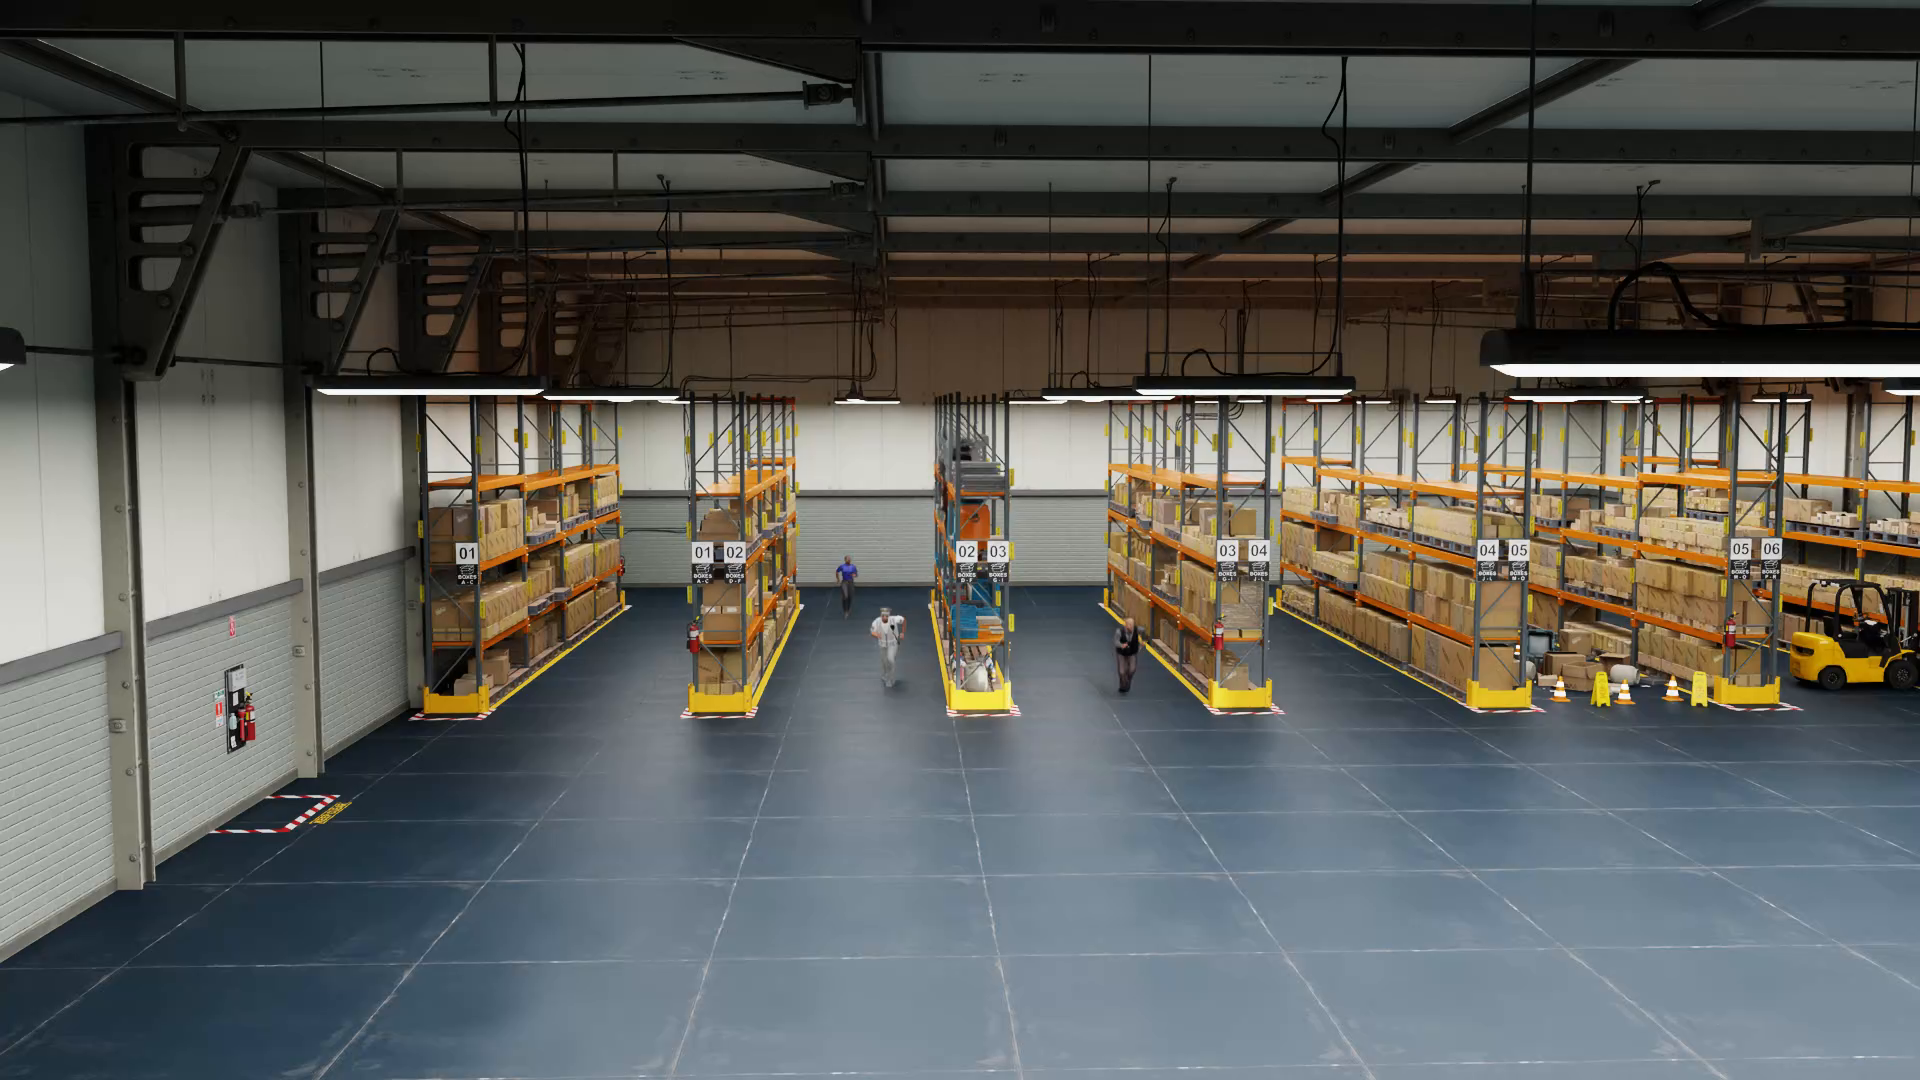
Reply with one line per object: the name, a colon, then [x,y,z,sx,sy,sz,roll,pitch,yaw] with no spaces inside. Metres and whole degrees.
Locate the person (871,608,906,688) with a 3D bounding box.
person: [-1.465,2.206,34.145,0.705,1.706,1.021,0,5,5]

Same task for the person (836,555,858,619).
person: [-3.069,1.263,45.322,0.553,1.713,0.772,-1,5,-17]

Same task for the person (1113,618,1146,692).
person: [3.374,2.286,33.080,0.690,1.548,0.915,0,5,-4]
